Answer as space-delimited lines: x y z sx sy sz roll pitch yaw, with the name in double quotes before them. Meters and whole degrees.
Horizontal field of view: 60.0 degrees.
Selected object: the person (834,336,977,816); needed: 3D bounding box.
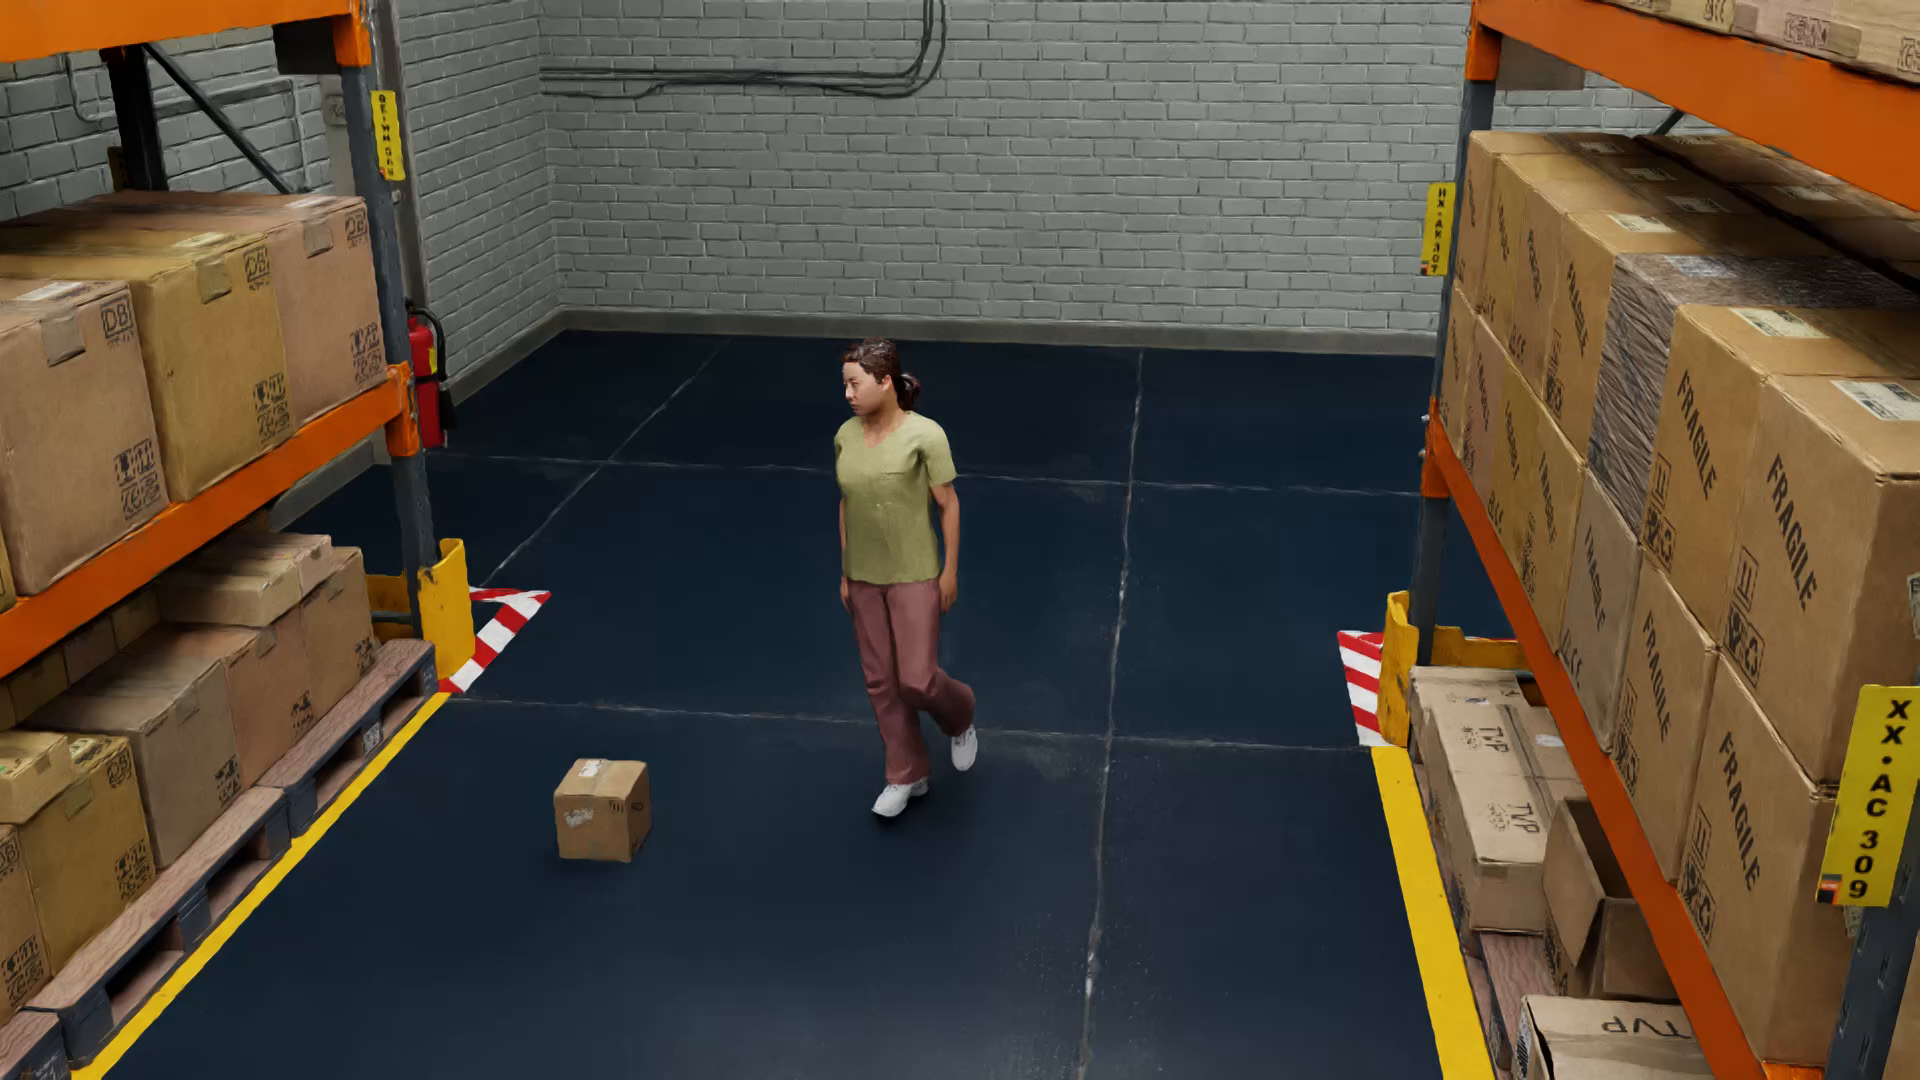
"person" -0.220 0.117 5.751 0.474 1.653 0.547 10 23 23
